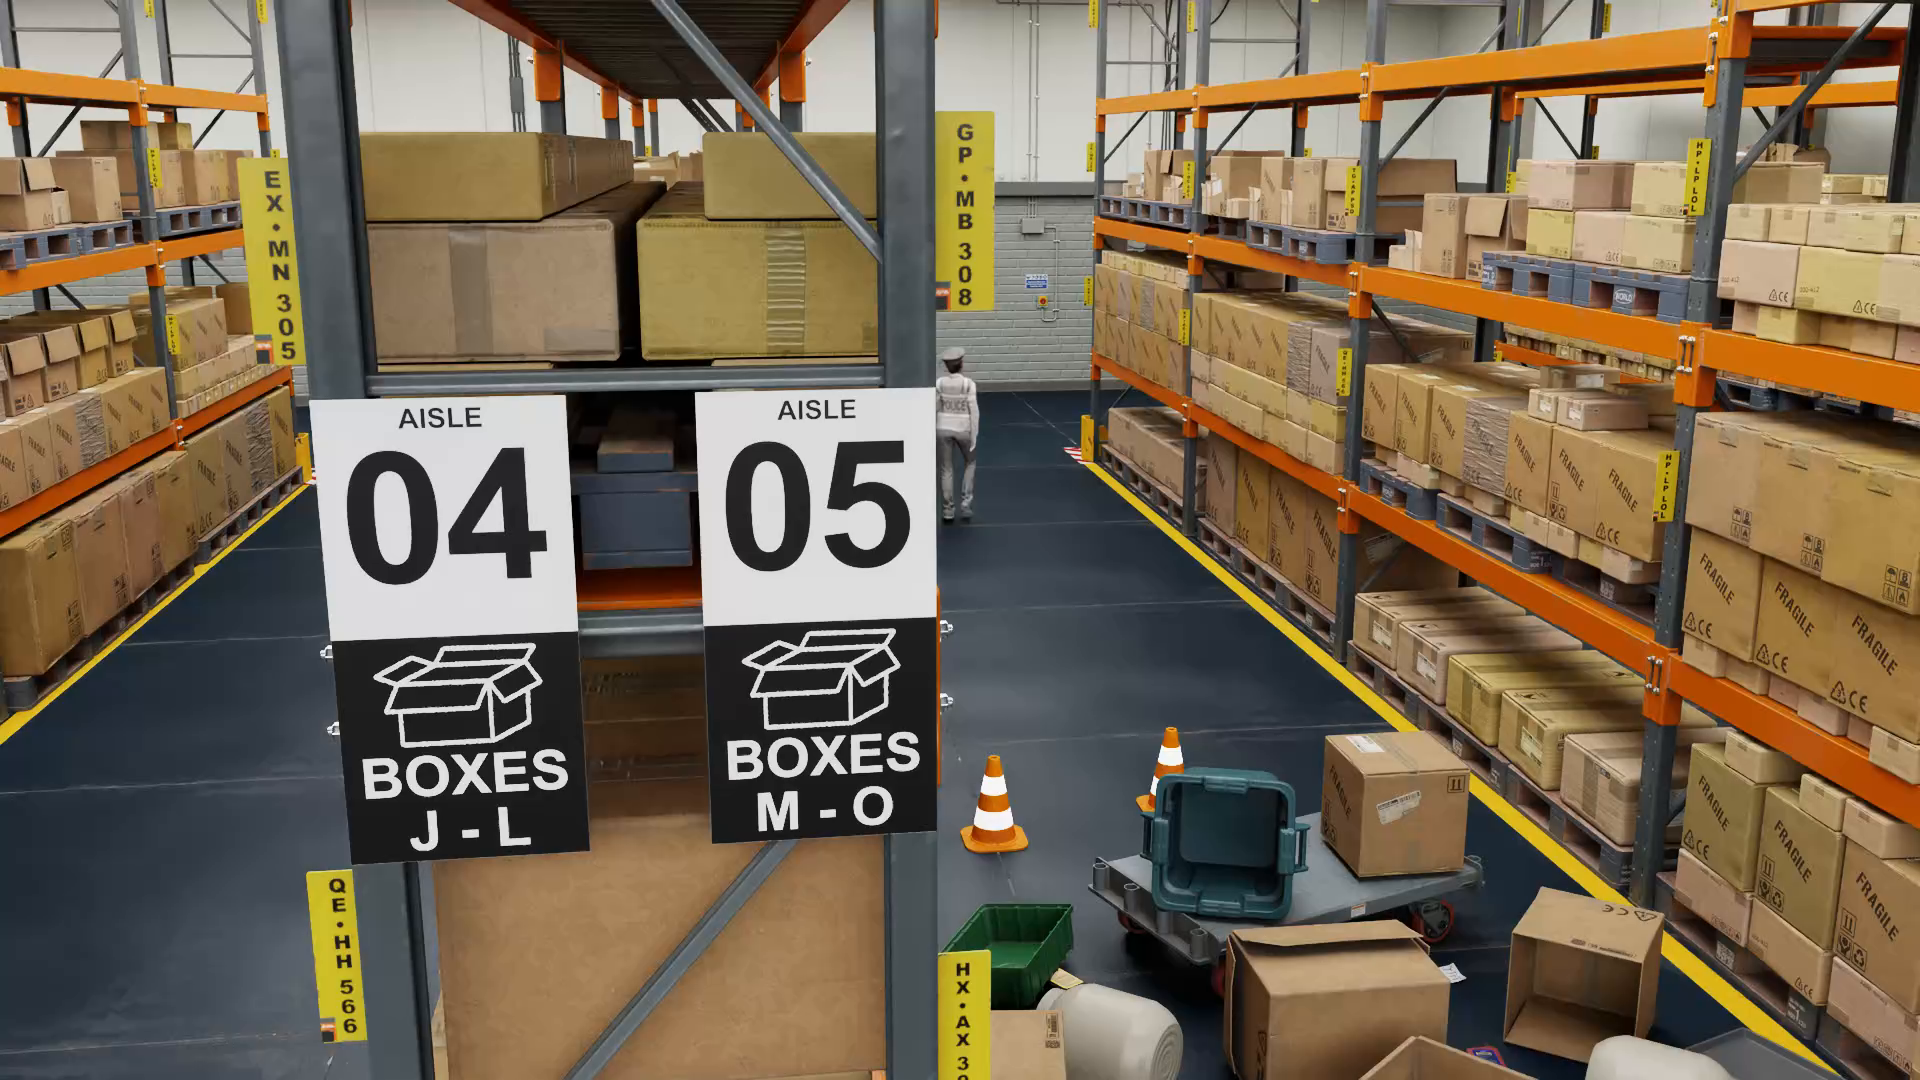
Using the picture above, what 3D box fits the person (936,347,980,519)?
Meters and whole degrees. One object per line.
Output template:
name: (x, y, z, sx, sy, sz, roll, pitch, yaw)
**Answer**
person: (-0.041, -1.030, 16.305, 0.491, 1.728, 0.478, 1, 13, 6)
